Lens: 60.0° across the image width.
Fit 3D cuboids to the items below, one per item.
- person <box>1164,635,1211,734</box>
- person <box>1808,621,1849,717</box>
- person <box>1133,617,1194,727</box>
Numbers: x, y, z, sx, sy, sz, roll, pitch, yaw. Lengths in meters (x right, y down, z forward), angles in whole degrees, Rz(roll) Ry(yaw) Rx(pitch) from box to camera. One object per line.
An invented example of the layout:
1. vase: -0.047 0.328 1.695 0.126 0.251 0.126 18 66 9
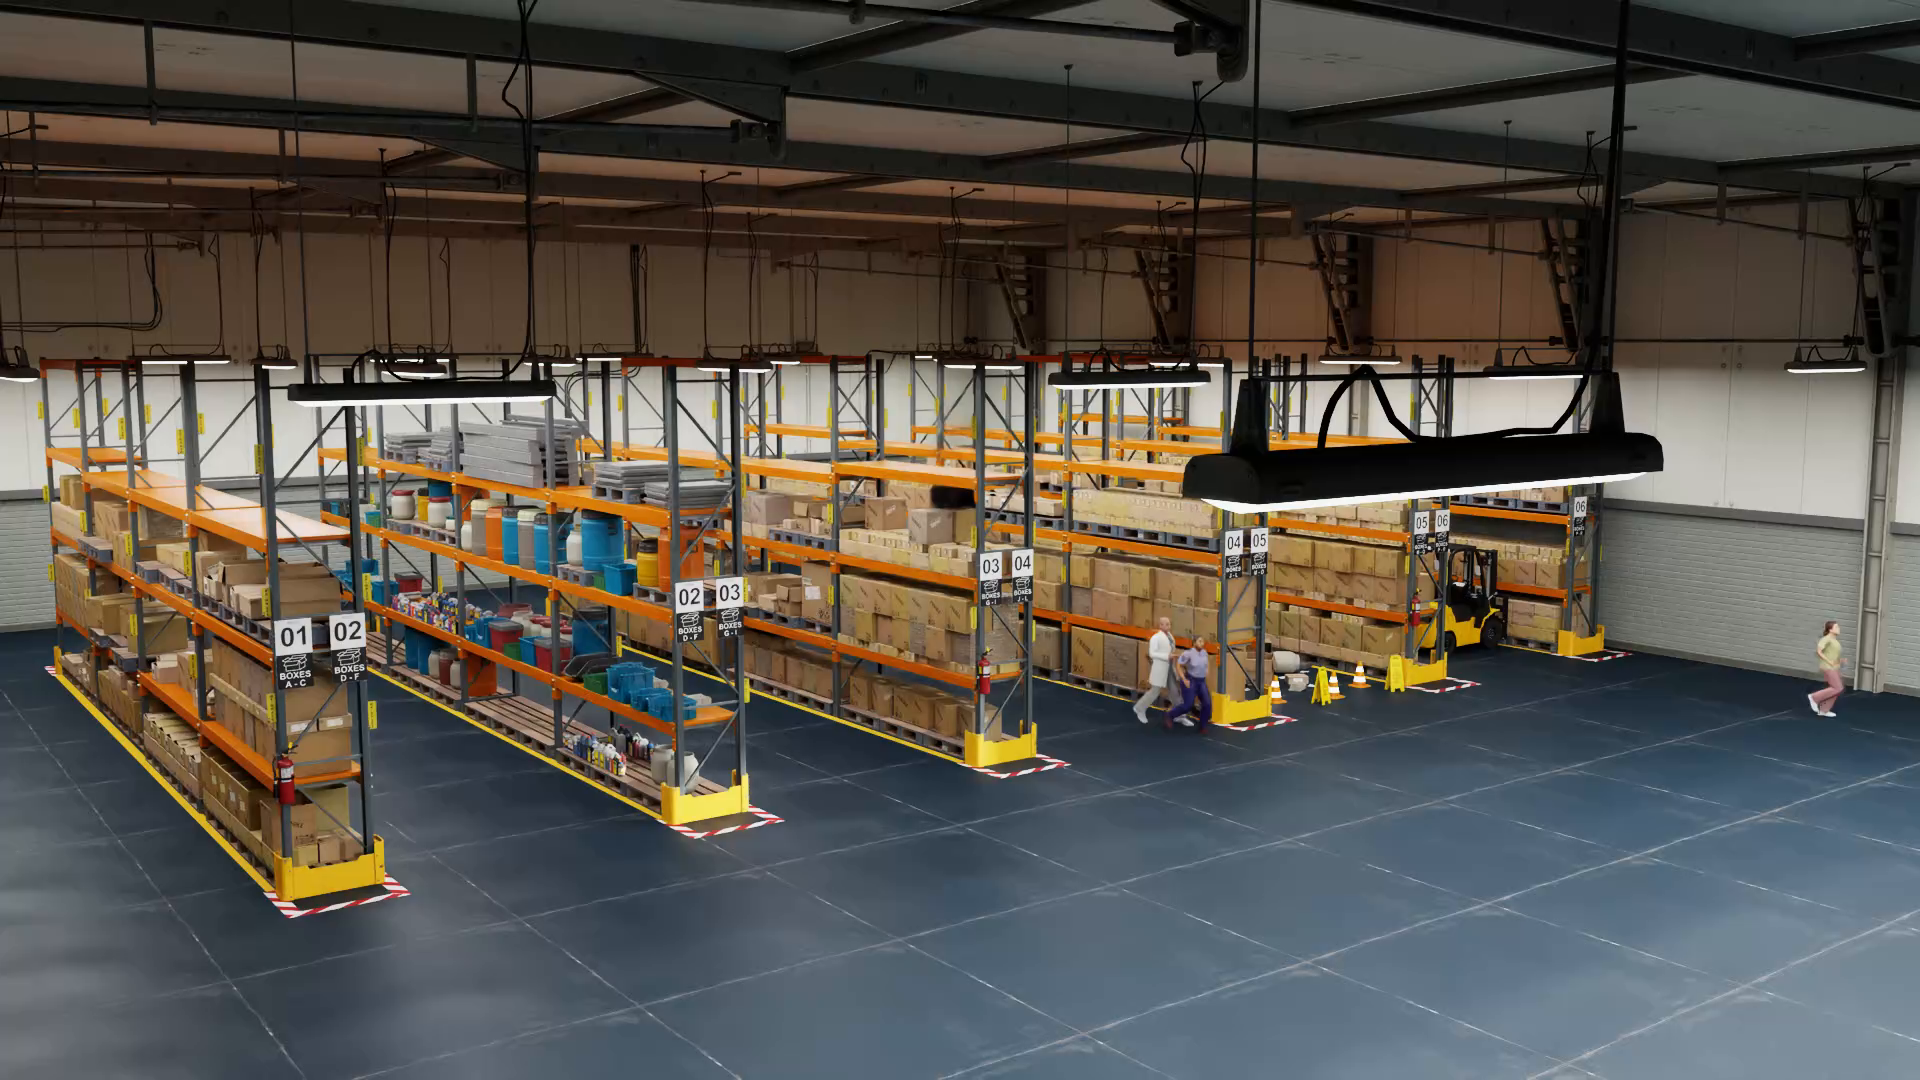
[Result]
1. person: 3.740 2.345 26.896 0.820 1.649 0.612 -6 9 -39
2. person: 14.644 2.165 28.025 0.534 1.619 0.565 6 9 42
3. person: 3.323 2.138 27.248 1.049 1.779 0.752 6 9 40
